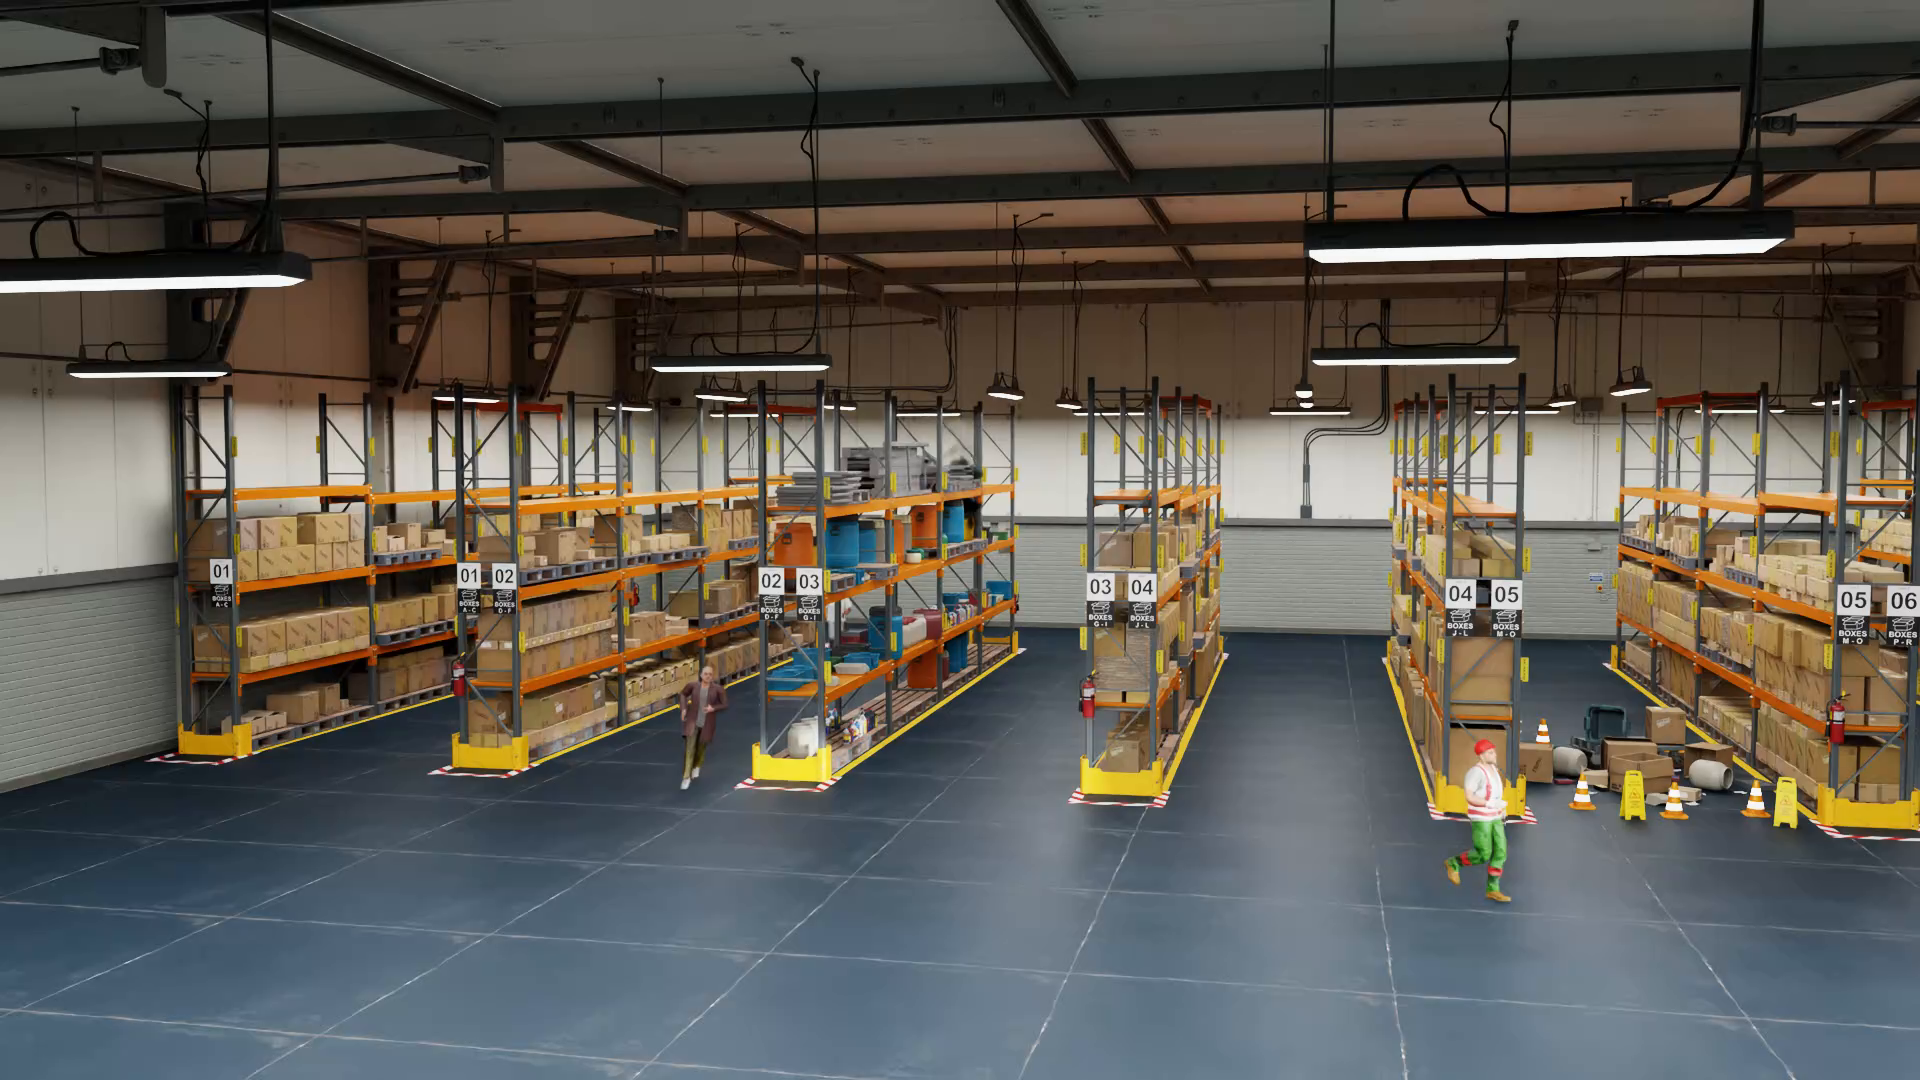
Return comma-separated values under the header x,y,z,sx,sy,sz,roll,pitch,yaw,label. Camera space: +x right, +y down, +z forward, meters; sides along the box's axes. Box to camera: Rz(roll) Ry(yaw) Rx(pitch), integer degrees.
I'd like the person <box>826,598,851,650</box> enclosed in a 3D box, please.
x,y,z,sx,sy,sz,roll,pitch,yaw,label
-2.730,1.798,36.544,0.690,1.744,0.597,0,3,-5,person

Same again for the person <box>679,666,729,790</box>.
x,y,z,sx,sy,sz,roll,pitch,yaw,label
-3.804,2.741,24.671,0.739,1.749,1.025,0,3,-6,person

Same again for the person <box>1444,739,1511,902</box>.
x,y,z,sx,sy,sz,roll,pitch,yaw,label
5.781,3.084,18.460,0.663,1.757,0.782,-3,4,-42,person
